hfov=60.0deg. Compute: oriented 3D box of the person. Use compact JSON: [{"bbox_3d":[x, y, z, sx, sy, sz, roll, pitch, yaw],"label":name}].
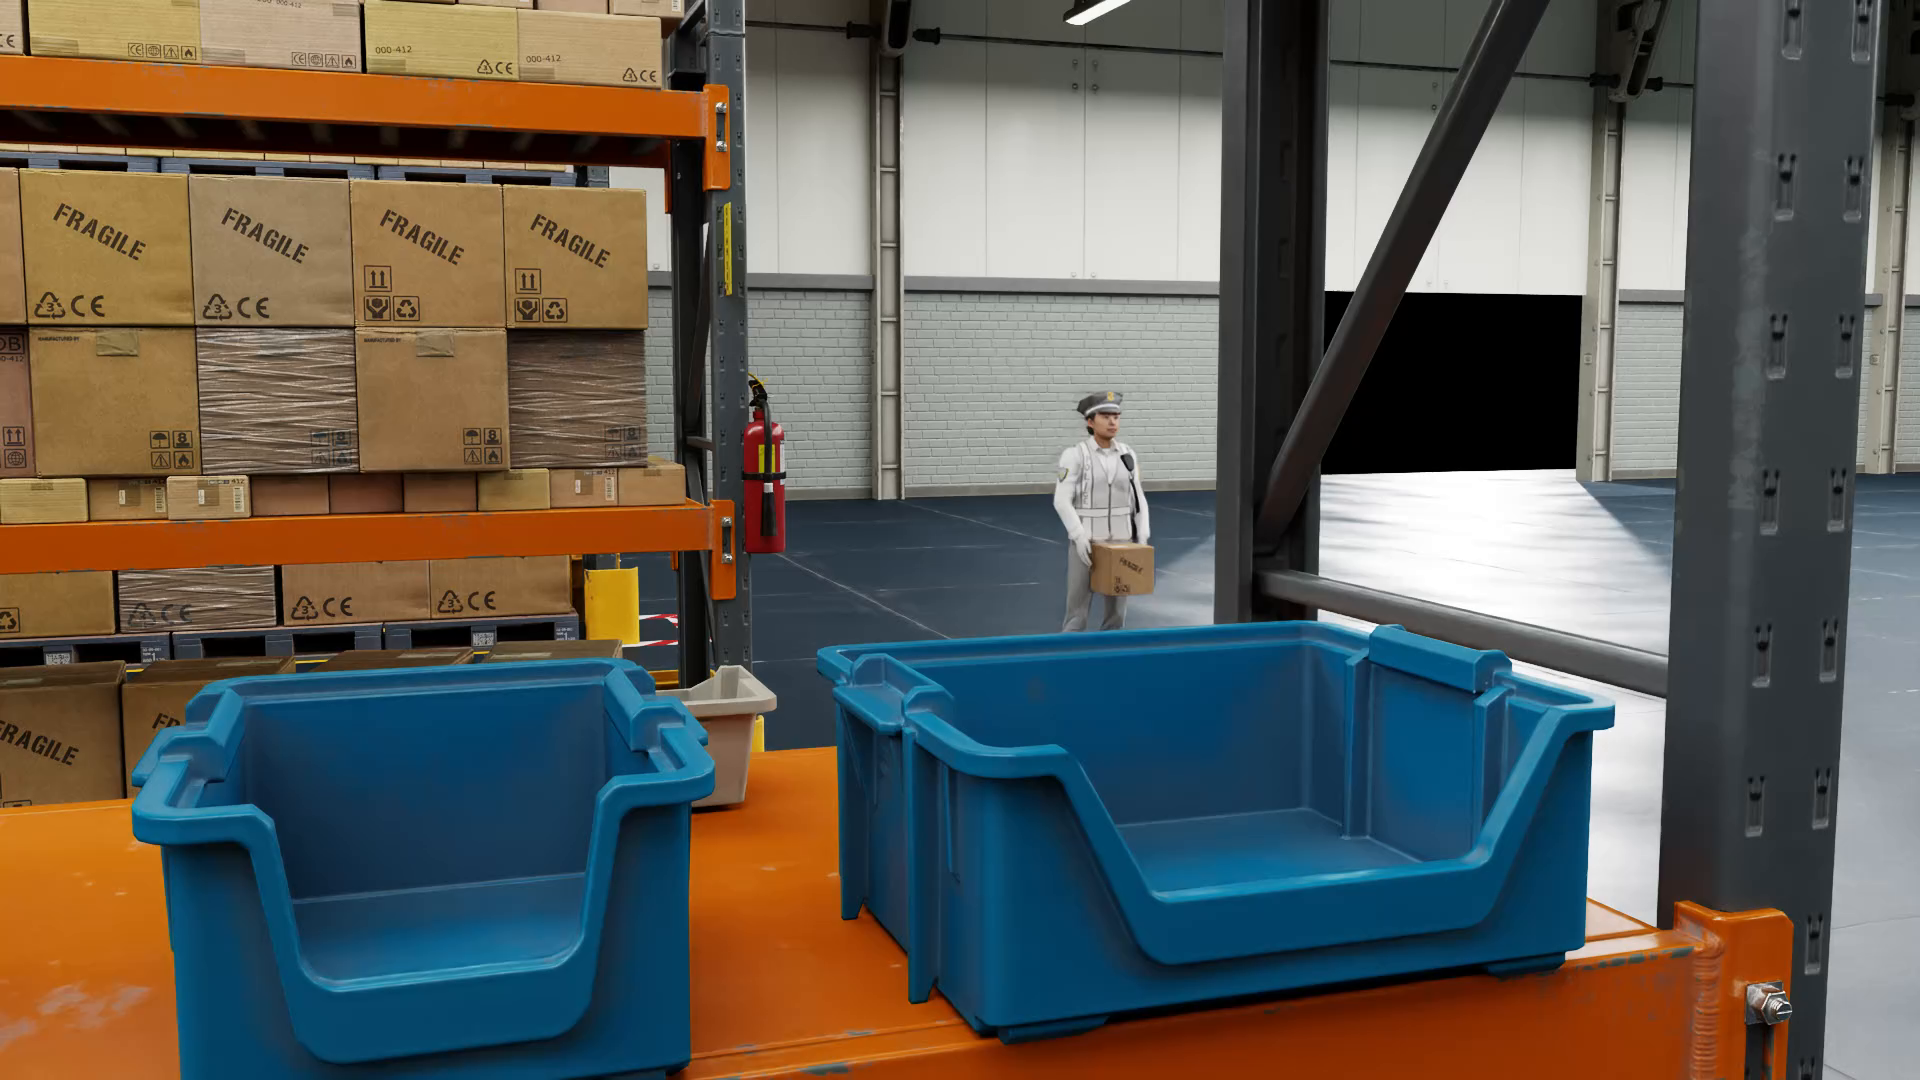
[{"bbox_3d":[0.783,0.037,9.047,0.557,1.691,0.402,-2,6,-19],"label":"person"}]
